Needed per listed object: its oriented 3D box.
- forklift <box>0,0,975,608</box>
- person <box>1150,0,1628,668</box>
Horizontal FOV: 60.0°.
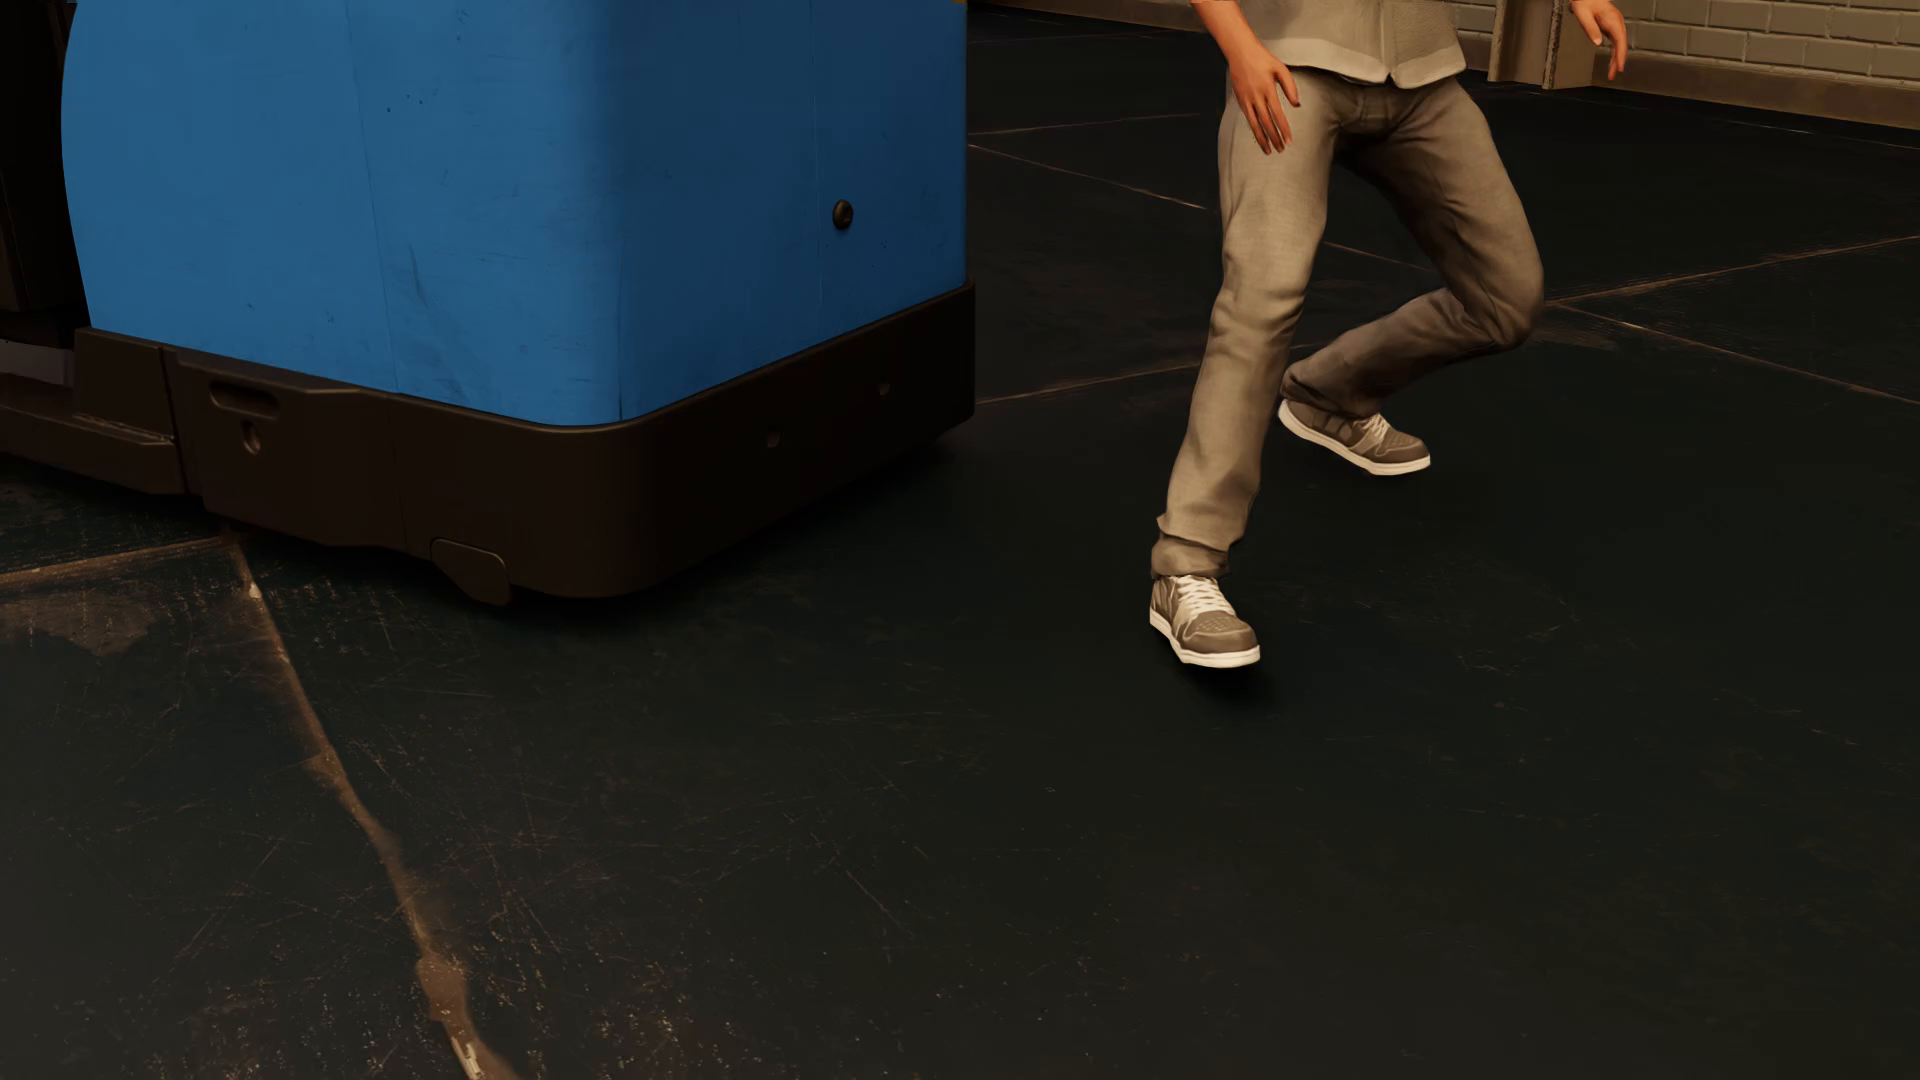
[{"bbox_3d":[-1.505,-1.658,2.814,3.031,2.935,1.130,13,25,28],"label":"forklift"},{"bbox_3d":[0.543,-0.640,2.277,0.750,1.439,0.734,-8,24,-19],"label":"person"}]
